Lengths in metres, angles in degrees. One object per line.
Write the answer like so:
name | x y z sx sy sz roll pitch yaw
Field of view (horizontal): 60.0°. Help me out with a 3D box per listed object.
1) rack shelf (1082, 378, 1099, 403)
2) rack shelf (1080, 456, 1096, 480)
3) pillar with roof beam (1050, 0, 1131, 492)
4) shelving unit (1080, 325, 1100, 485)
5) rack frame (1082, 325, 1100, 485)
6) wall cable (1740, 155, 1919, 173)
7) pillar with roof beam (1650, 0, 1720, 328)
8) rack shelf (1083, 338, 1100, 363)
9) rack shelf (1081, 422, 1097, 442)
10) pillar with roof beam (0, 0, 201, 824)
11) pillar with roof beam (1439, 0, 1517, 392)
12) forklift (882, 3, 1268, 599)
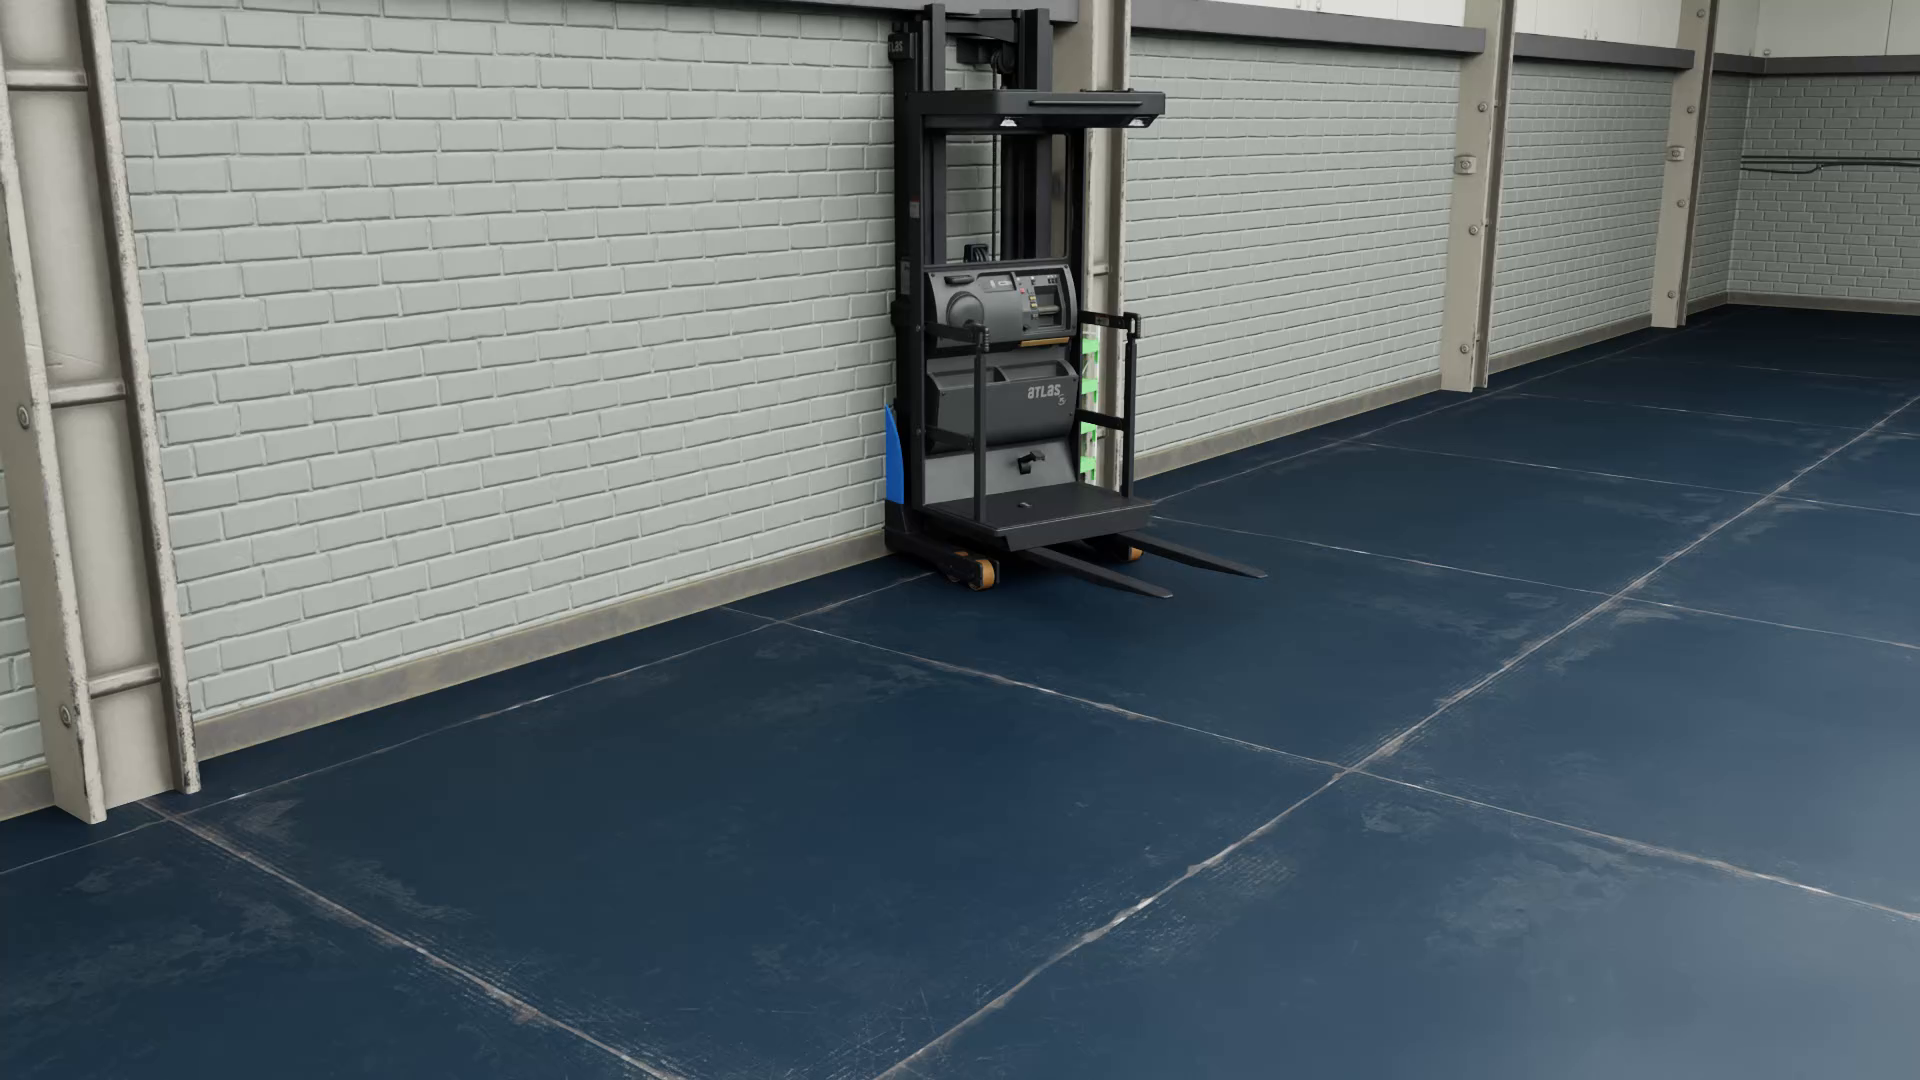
rack shelf | 0.597 -0.872 9.894 0.258 0.148 0.480 9 17 31
rack shelf | 0.593 -0.407 10.013 0.258 0.148 0.480 9 17 31
pillar with roof beam | 4.119 -3.922 6.784 9.100 9.000 0.400 11 18 38
shelving unit | 0.596 -0.701 9.938 0.258 1.200 0.503 9 17 31
rack frame | 0.727 -0.751 10.137 0.240 1.200 0.015 9 17 31
wall cable | 11.193 -5.741 20.251 3.097 2.526 0.112 11 18 38
pillar with roof beam | 11.661 -6.220 15.831 9.100 9.000 0.400 11 18 38
rack shelf | 0.599 -1.104 9.835 0.258 0.148 0.480 9 17 31
rack shelf | 0.595 -0.639 9.954 0.258 0.148 0.480 9 17 31
pillar with roof beam | 0.348 -2.773 2.261 9.100 9.000 0.400 11 18 38
pillar with roof beam | 7.890 -5.071 11.307 9.100 9.000 0.400 11 18 38
forklift | 0.357 -1.293 8.760 1.130 2.935 3.031 -10 17 -33
